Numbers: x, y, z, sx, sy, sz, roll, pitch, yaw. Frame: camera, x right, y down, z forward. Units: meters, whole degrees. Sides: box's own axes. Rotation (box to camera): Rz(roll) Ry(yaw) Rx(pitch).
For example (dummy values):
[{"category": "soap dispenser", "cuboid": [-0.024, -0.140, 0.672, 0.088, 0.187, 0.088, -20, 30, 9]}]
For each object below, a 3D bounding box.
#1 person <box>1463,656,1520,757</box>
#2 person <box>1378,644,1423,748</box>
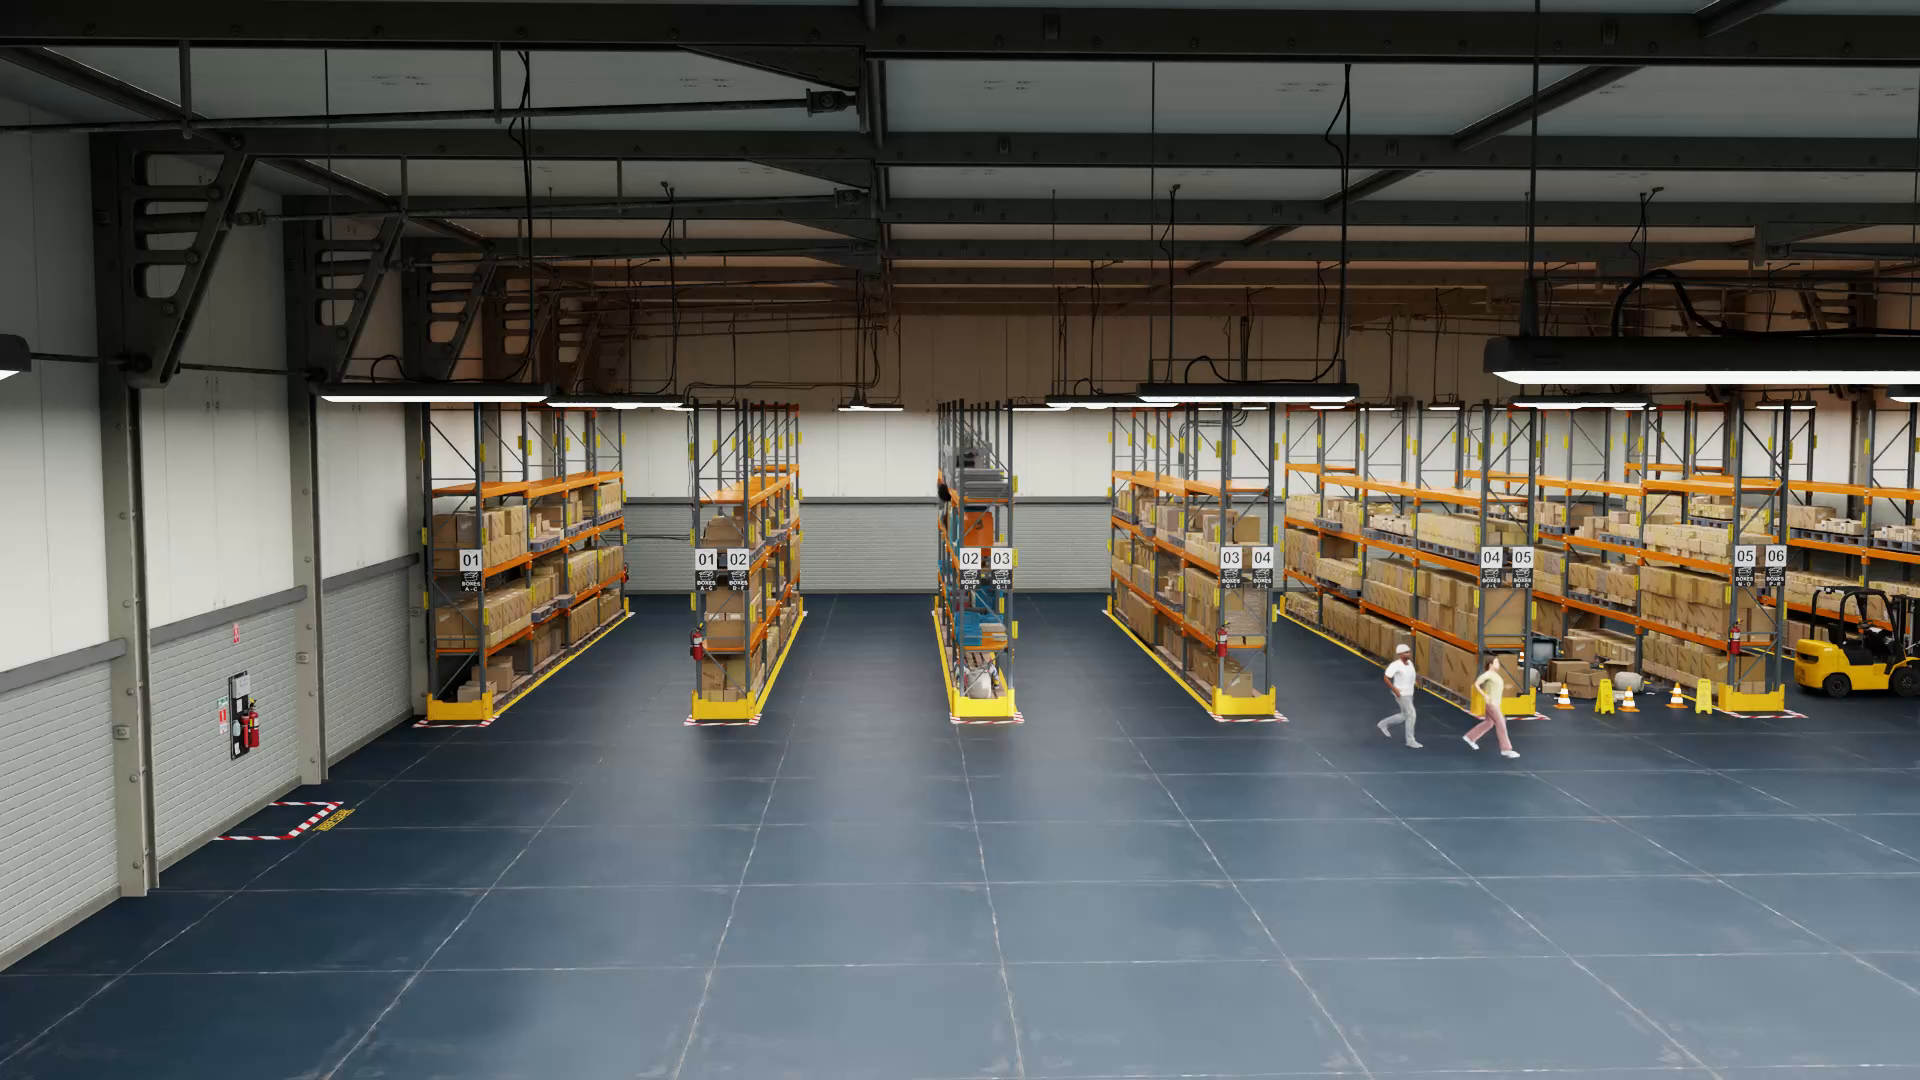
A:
[{"category": "person", "cuboid": [8.891, 2.751, 27.784, 0.968, 1.657, 0.571, 3, 5, 31]}, {"category": "person", "cuboid": [7.627, 2.672, 28.722, 0.844, 1.766, 0.690, 4, 6, 39]}]
